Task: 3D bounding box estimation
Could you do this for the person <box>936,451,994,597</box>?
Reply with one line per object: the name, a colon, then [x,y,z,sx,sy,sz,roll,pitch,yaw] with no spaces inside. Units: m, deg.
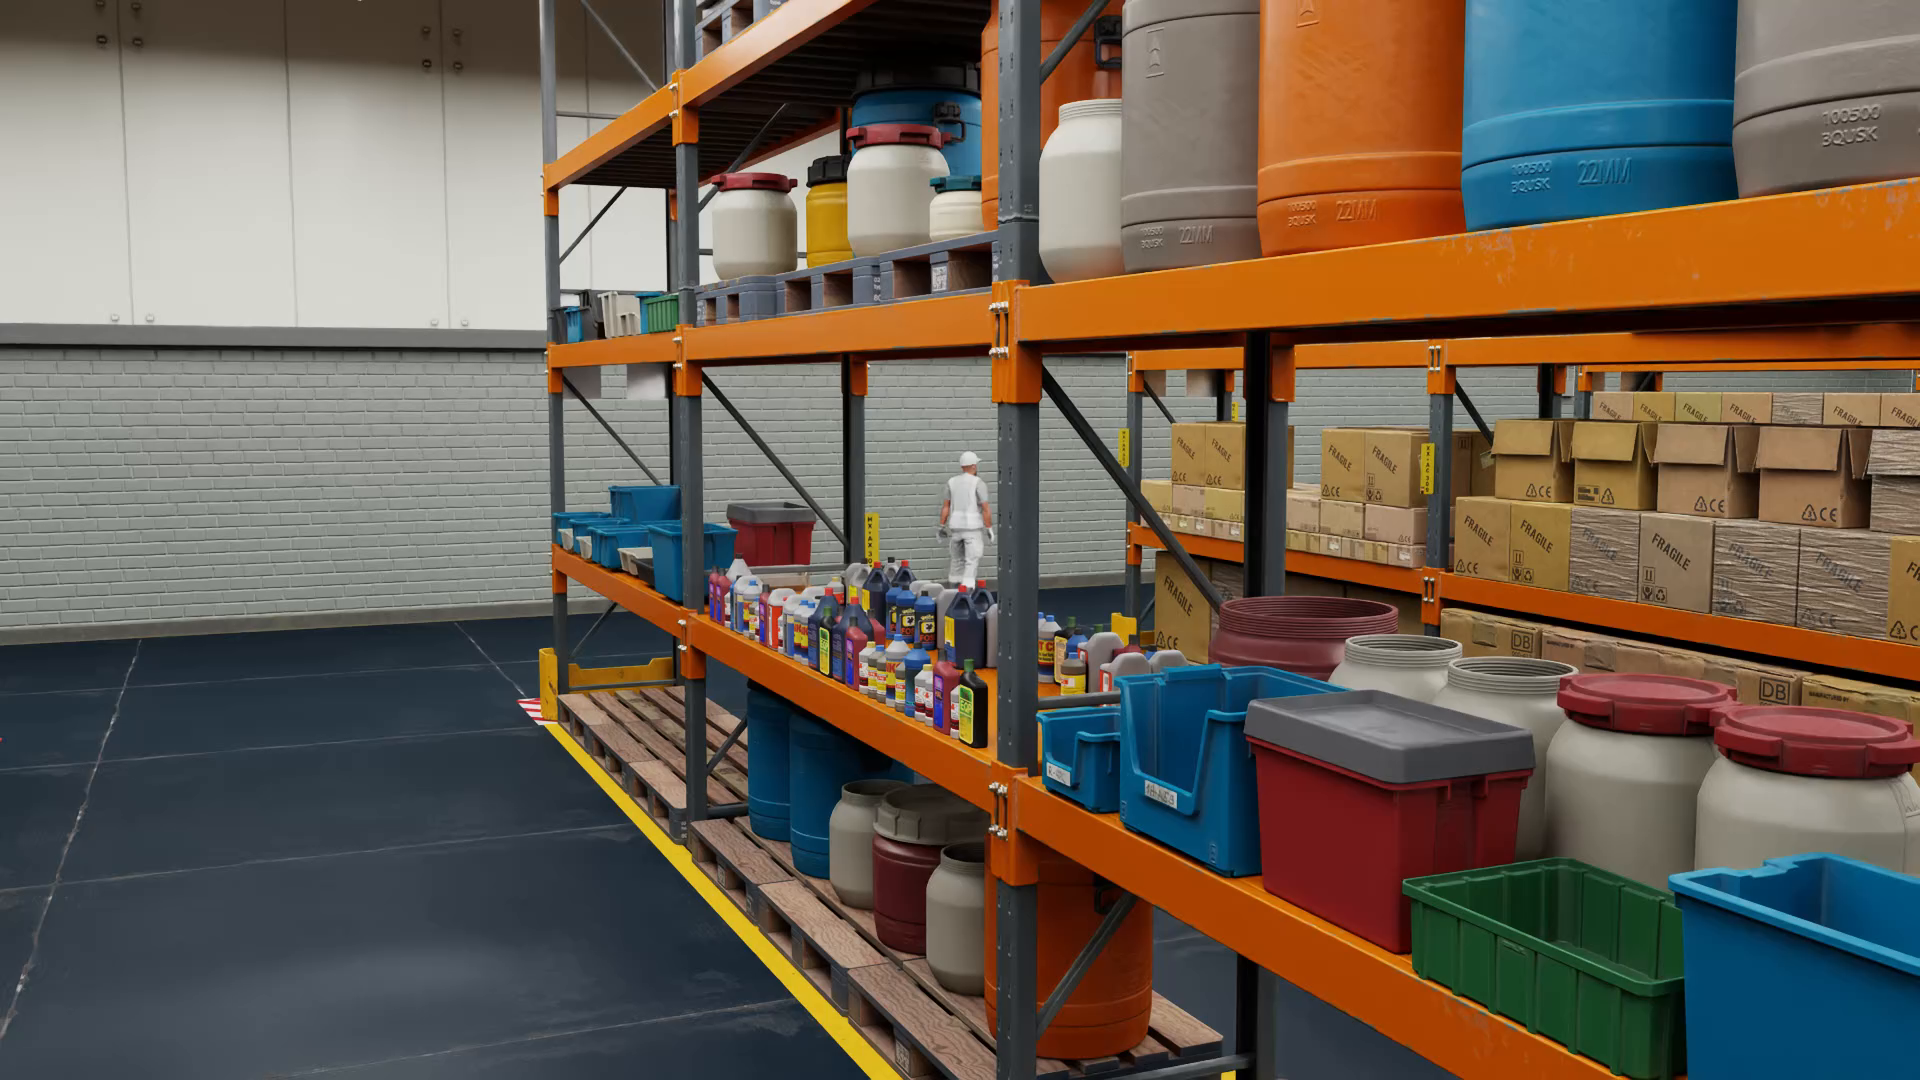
person: [0.088,-0.124,18.756,0.762,1.755,0.829,3,6,32]
